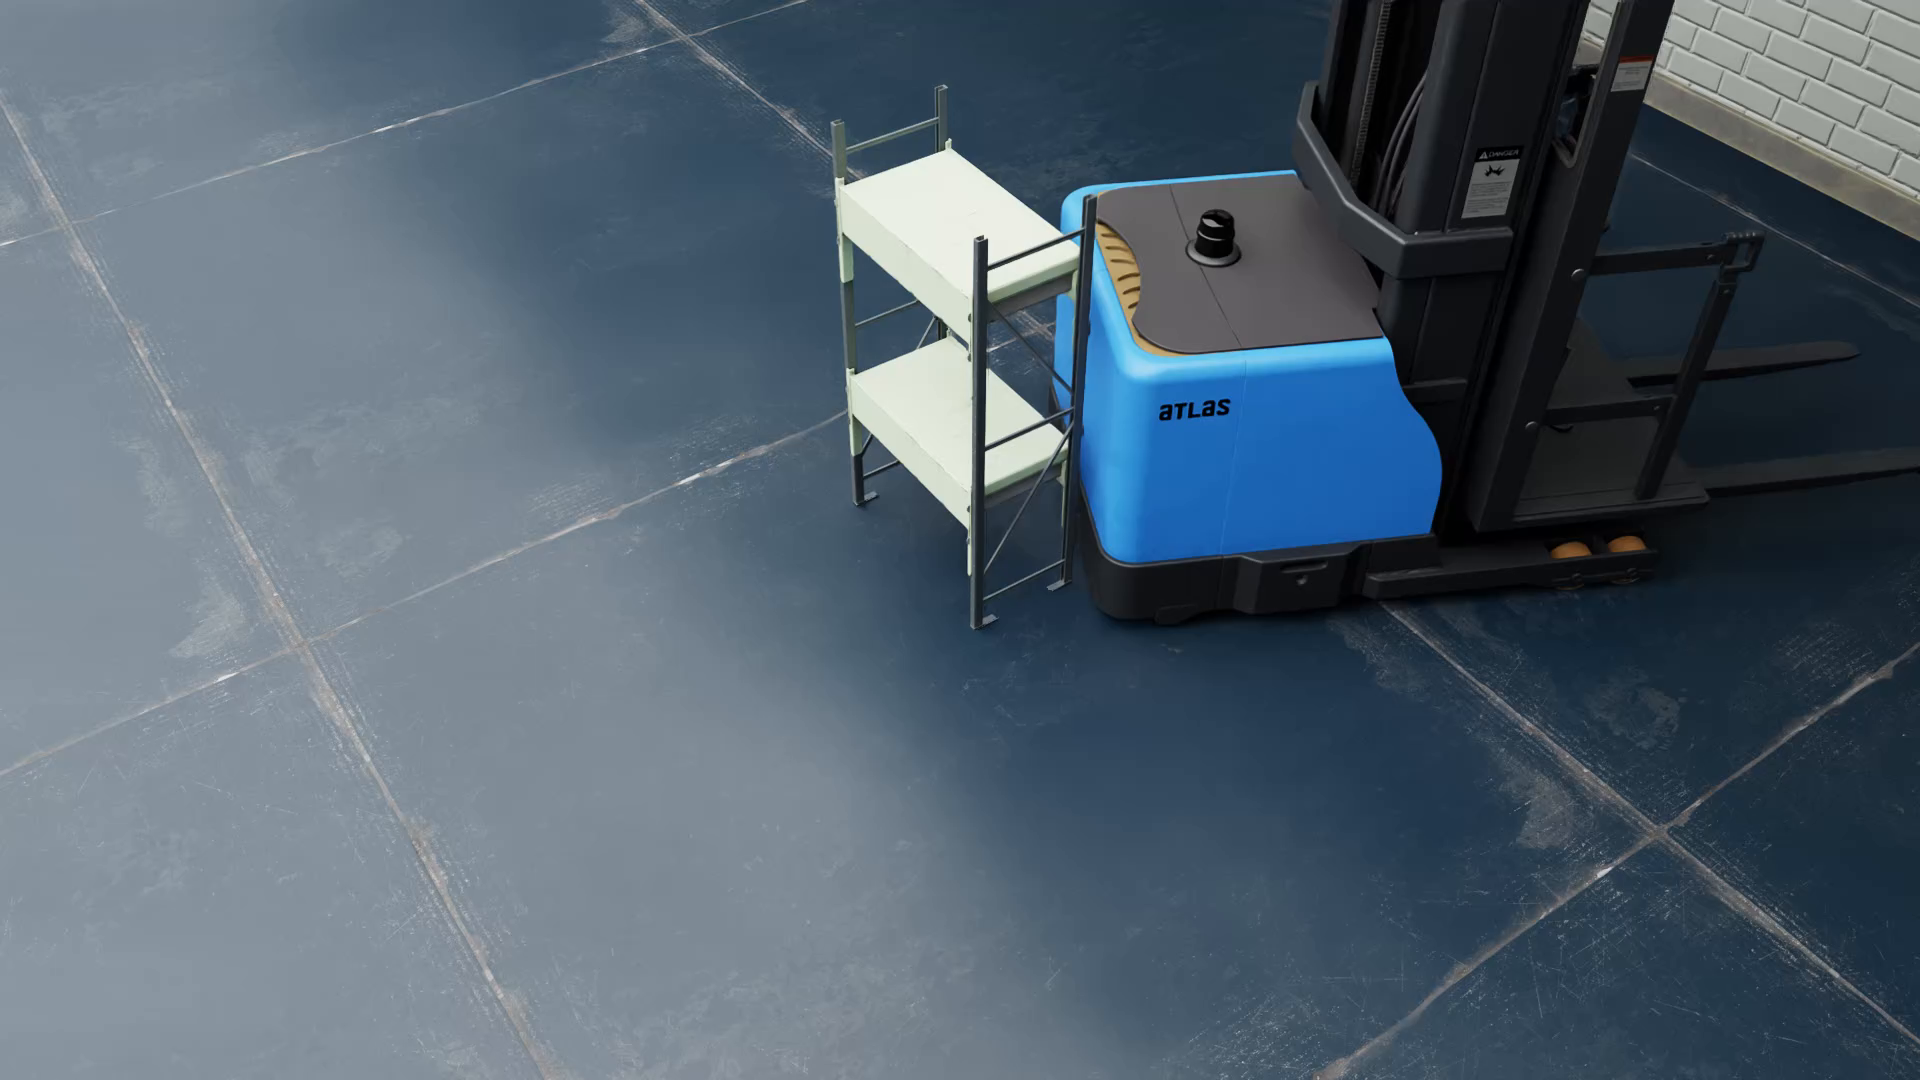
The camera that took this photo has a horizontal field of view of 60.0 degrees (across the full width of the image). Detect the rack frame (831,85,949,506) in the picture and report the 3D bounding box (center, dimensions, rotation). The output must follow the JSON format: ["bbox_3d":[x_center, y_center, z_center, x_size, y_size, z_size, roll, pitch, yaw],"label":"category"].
[{"bbox_3d":[-0.207,-0.747,5.447,0.400,1.500,0.023,-25,49,-24],"label":"rack frame"}]

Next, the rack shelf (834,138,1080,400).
[{"bbox_3d":[0.000,-0.821,4.959,0.431,0.370,0.720,-25,49,-24],"label":"rack shelf"}]

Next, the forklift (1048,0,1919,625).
[{"bbox_3d":[1.877,-1.250,4.937,3.031,2.935,1.130,-6,44,-6],"label":"forklift"}]

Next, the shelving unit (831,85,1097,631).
[{"bbox_3d":[0.000,-0.539,5.228,0.431,1.500,0.755,-25,49,-24],"label":"shelving unit"}]

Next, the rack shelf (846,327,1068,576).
[{"bbox_3d":[-0.001,-0.303,5.453,0.431,0.370,0.720,-25,49,-24],"label":"rack shelf"}]

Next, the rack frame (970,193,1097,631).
[{"bbox_3d":[0.206,-0.330,5.009,0.400,1.500,0.023,-25,49,-24],"label":"rack frame"}]
